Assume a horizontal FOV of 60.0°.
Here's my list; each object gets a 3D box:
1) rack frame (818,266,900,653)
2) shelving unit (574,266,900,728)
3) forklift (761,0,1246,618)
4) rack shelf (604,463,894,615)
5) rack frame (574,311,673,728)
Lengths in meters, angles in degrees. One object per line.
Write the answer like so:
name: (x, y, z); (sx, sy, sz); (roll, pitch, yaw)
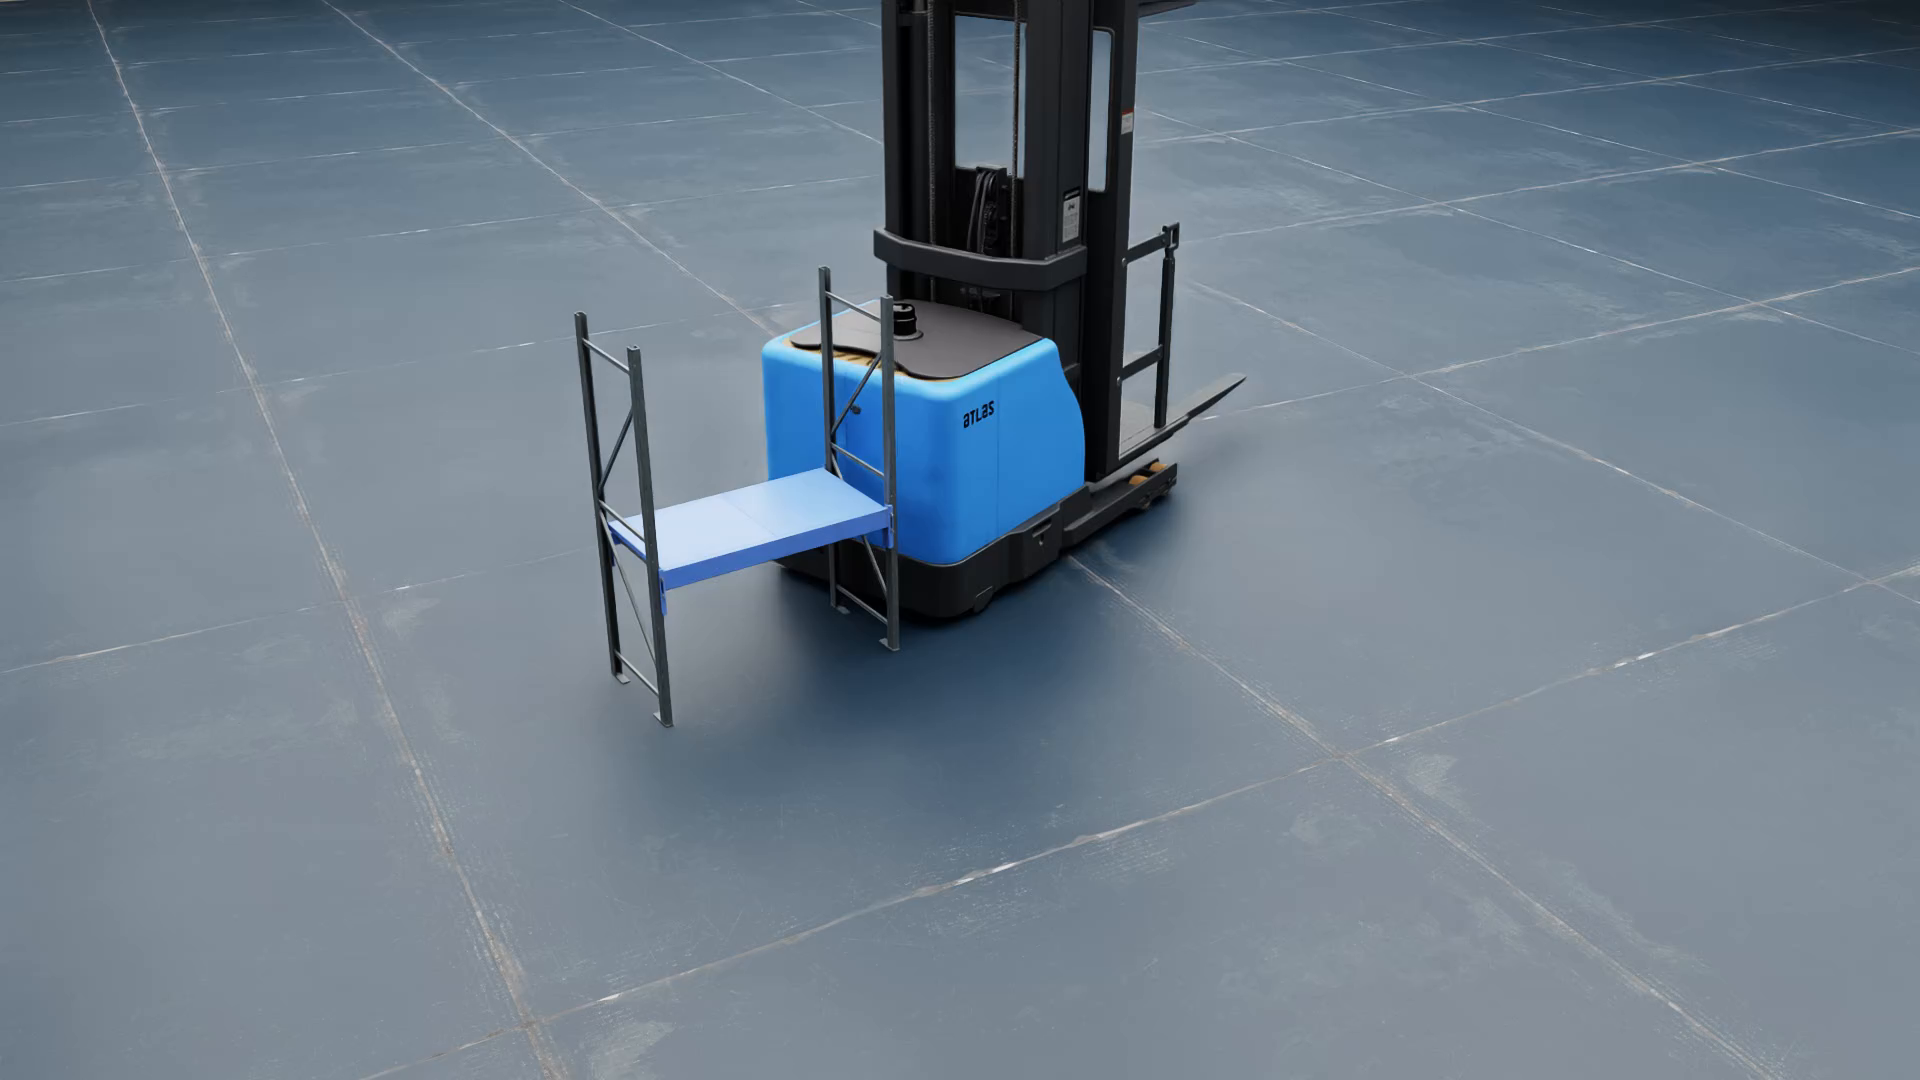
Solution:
rack frame: (-0.402, -0.309, 6.661); (0.032, 1.500, 0.500); (-17, 30, -31)
shelving unit: (-0.820, -0.184, 6.400); (1.048, 1.500, 0.538); (-17, 30, -31)
forklift: (0.414, -1.579, 7.652); (1.130, 2.935, 3.031); (17, 31, 32)
rack shelf: (-0.820, -0.022, 6.478); (1.000, 0.185, 0.538); (-17, 30, -31)
rack frame: (-1.238, -0.059, 6.140); (0.032, 1.500, 0.500); (-17, 30, -31)
